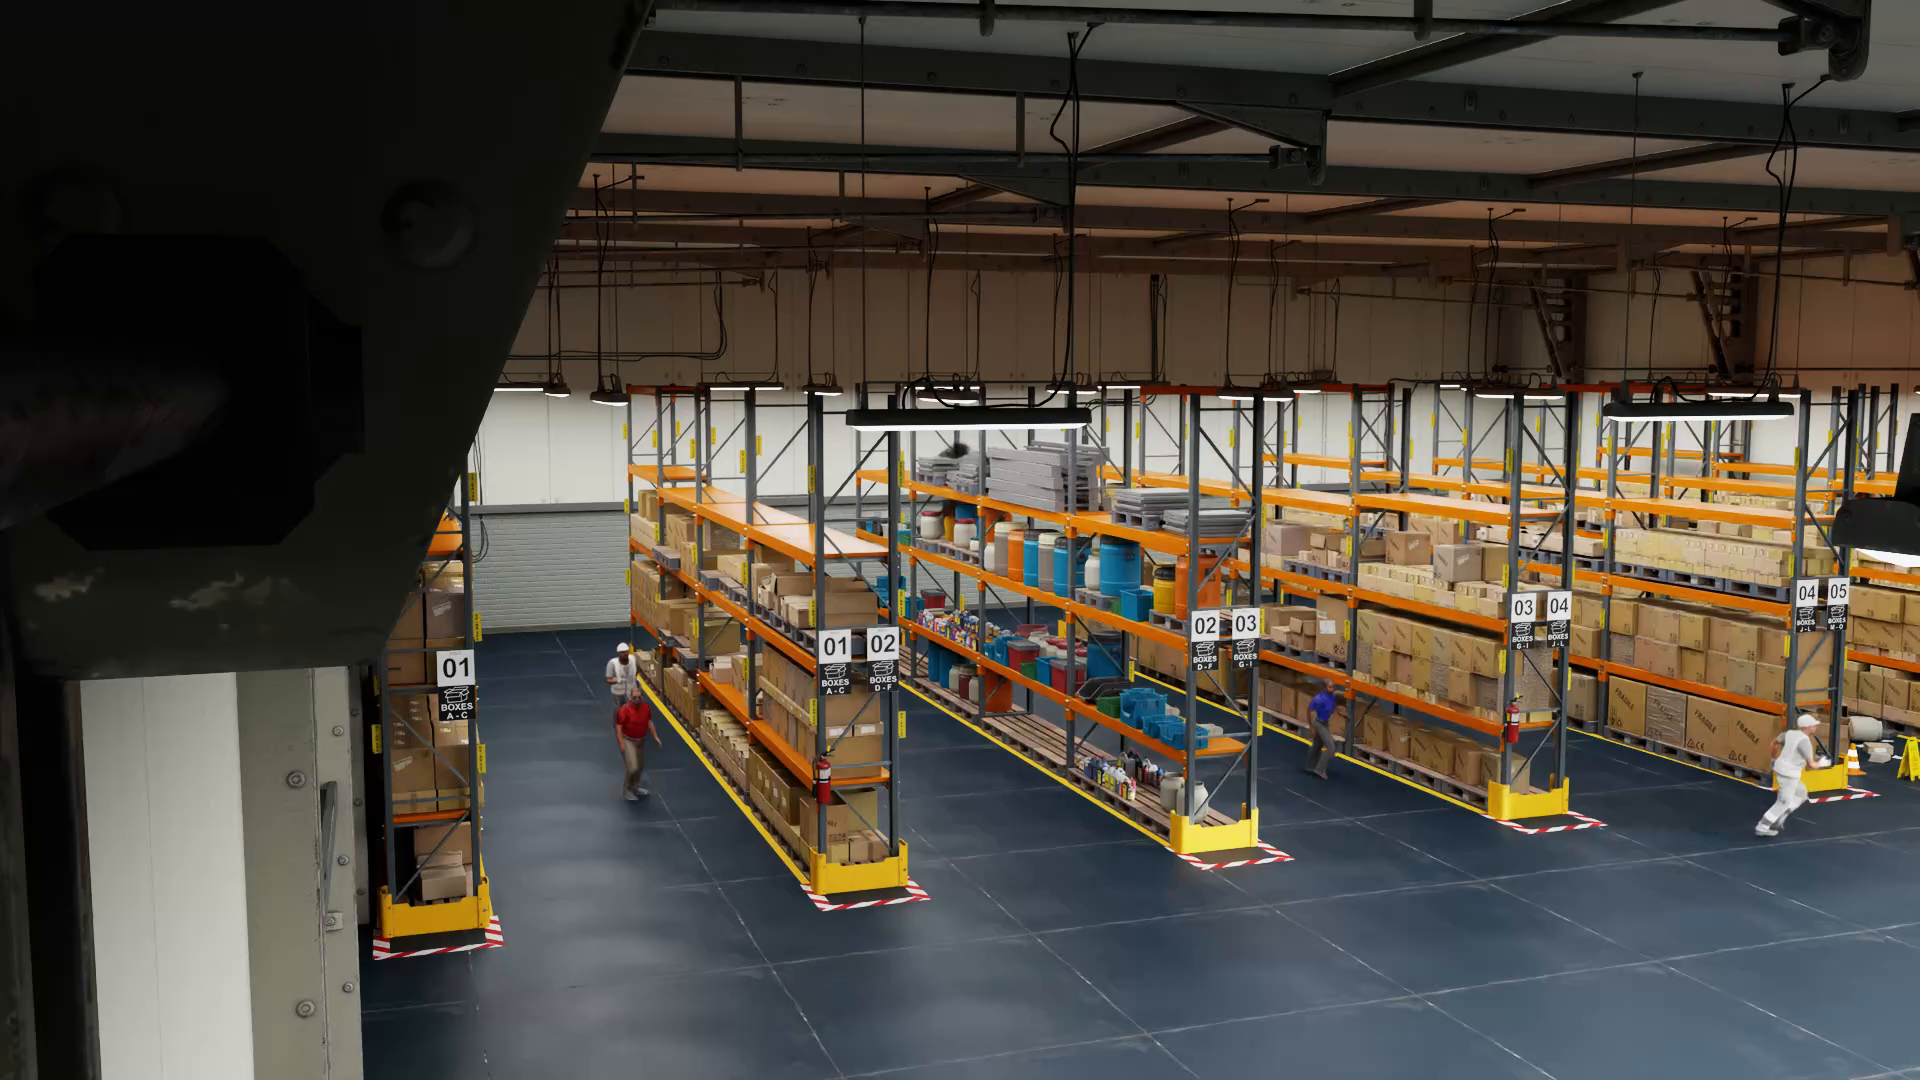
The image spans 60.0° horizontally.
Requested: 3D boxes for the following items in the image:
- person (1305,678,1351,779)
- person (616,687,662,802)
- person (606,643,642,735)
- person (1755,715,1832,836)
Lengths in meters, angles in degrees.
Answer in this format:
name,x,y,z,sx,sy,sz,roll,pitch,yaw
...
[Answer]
name,x,y,z,sx,sy,sz,roll,pitch,yaw
person,5.673,2.914,25.786,0.756,1.618,0.608,3,7,30
person,-4.769,2.988,24.420,0.648,1.716,0.632,4,7,32
person,-5.654,2.562,27.974,0.633,1.728,0.992,-2,6,-21
person,11.246,3.166,22.445,0.917,1.676,0.694,1,6,9
